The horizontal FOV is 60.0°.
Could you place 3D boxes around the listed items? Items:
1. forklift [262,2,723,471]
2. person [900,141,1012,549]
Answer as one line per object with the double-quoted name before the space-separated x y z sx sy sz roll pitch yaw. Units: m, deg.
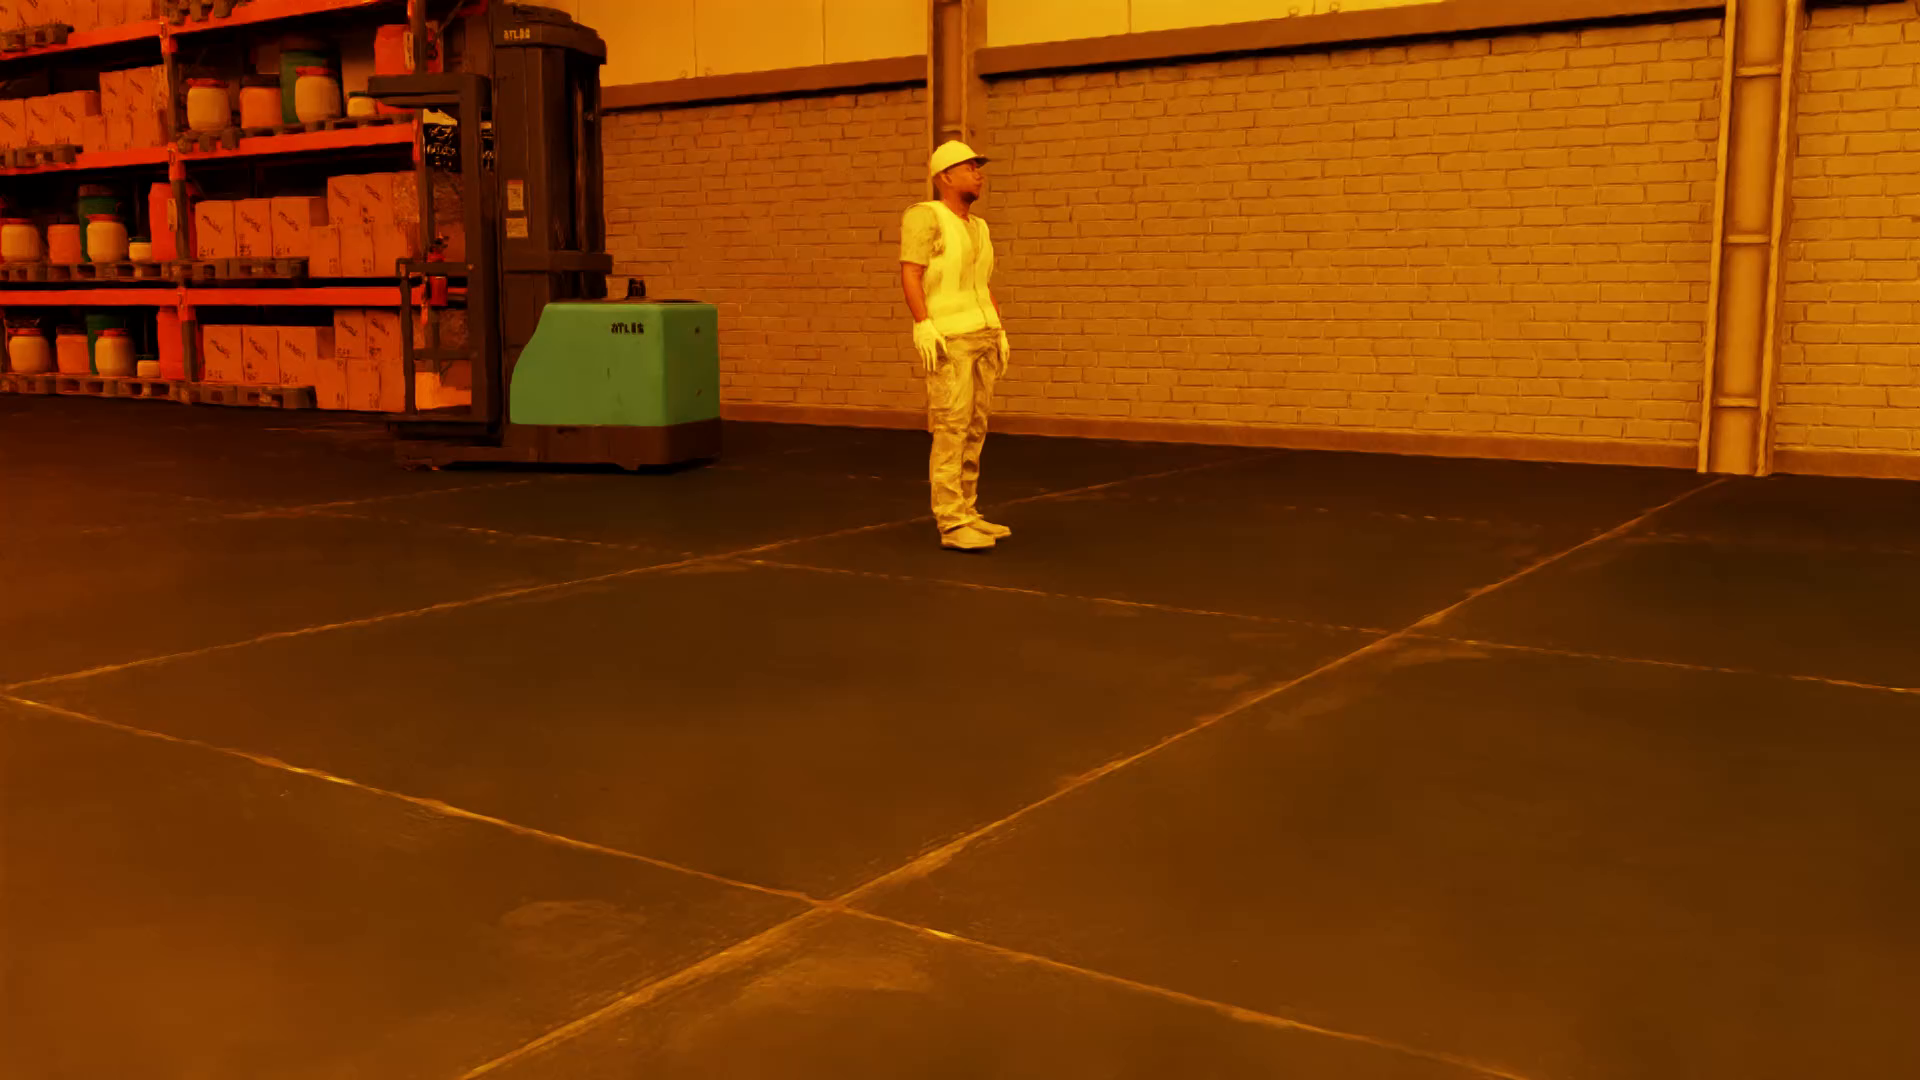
"forklift" -3.191 -1.973 11.069 3.031 2.935 1.130 2 8 14
"person" 0.055 -0.883 7.431 0.576 1.782 0.655 5 10 34
